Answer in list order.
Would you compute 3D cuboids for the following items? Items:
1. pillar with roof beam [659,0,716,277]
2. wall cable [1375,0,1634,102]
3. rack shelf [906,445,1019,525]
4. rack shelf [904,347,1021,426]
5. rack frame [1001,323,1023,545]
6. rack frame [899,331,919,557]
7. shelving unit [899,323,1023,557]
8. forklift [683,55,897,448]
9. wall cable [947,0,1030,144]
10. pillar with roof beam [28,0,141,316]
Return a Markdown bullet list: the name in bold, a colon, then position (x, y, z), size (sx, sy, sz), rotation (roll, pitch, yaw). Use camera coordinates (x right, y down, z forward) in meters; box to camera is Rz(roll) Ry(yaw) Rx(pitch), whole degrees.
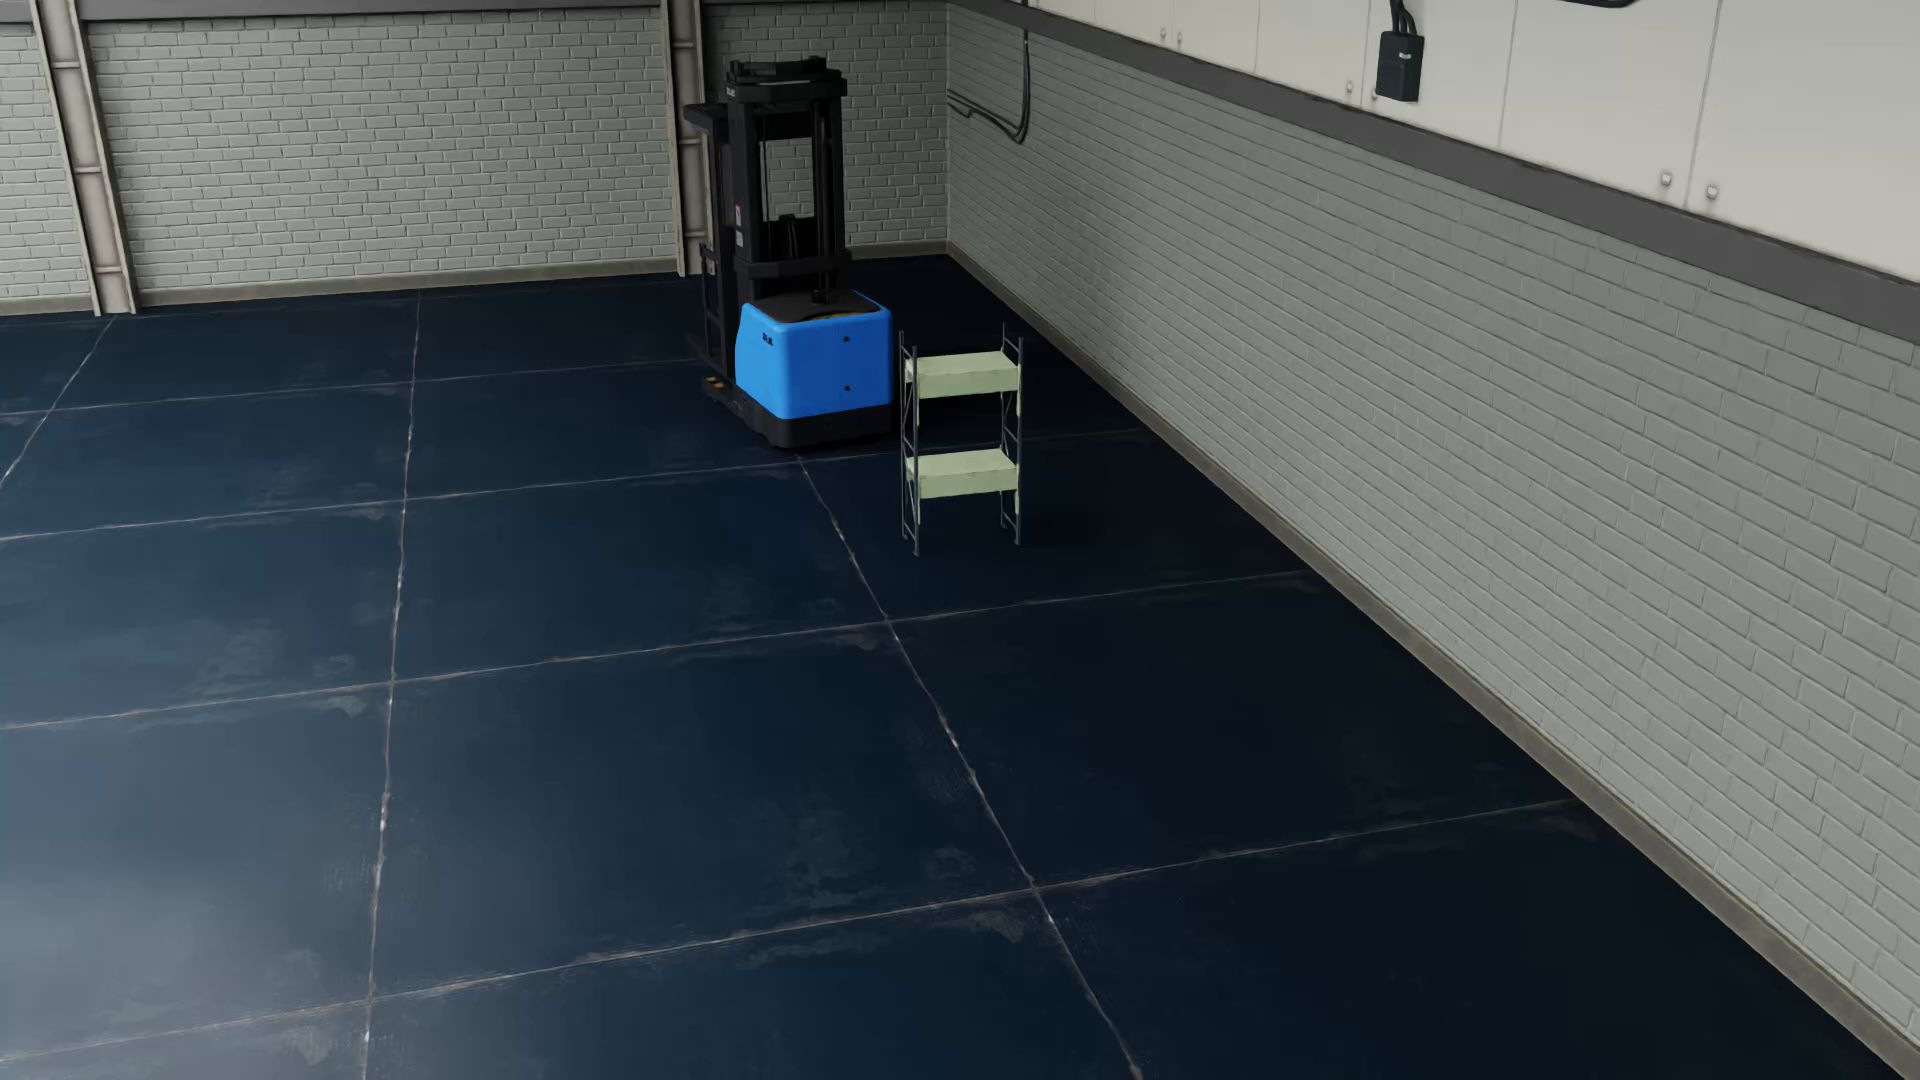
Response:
- **pillar with roof beam**: position (-1.814, -5.522, 13.207), size (0.400, 9.000, 9.100), rotation (-6, 24, -14)
- **wall cable**: position (2.766, -4.925, 7.503), size (0.169, 6.003, 2.305), rotation (-6, 24, -14)
- **rack shelf**: position (0.006, -0.390, 11.584), size (0.720, 0.370, 0.431), rotation (-6, 24, -14)
- **rack shelf**: position (0.006, -1.049, 11.302), size (0.720, 0.370, 0.431), rotation (-6, 24, -14)
- **rack frame**: position (0.359, -0.729, 11.547), size (0.023, 1.500, 0.400), rotation (-6, 24, -14)
- **rack frame**: position (-0.346, -0.651, 11.365), size (0.023, 1.500, 0.400), rotation (-6, 24, -14)
- **shelving unit**: position (0.006, -0.690, 11.456), size (0.755, 1.500, 0.431), rotation (-6, 24, -14)
- **forklift**: position (-1.636, -2.625, 14.150), size (1.130, 2.935, 3.031), rotation (-11, 26, -24)
- **wall cable**: position (0.217, -5.541, 17.189), size (0.112, 2.526, 3.097), rotation (-6, 24, -14)
- **pillar with roof beam**: position (-7.591, -4.883, 11.717), size (0.400, 9.000, 9.100), rotation (-6, 24, -14)
